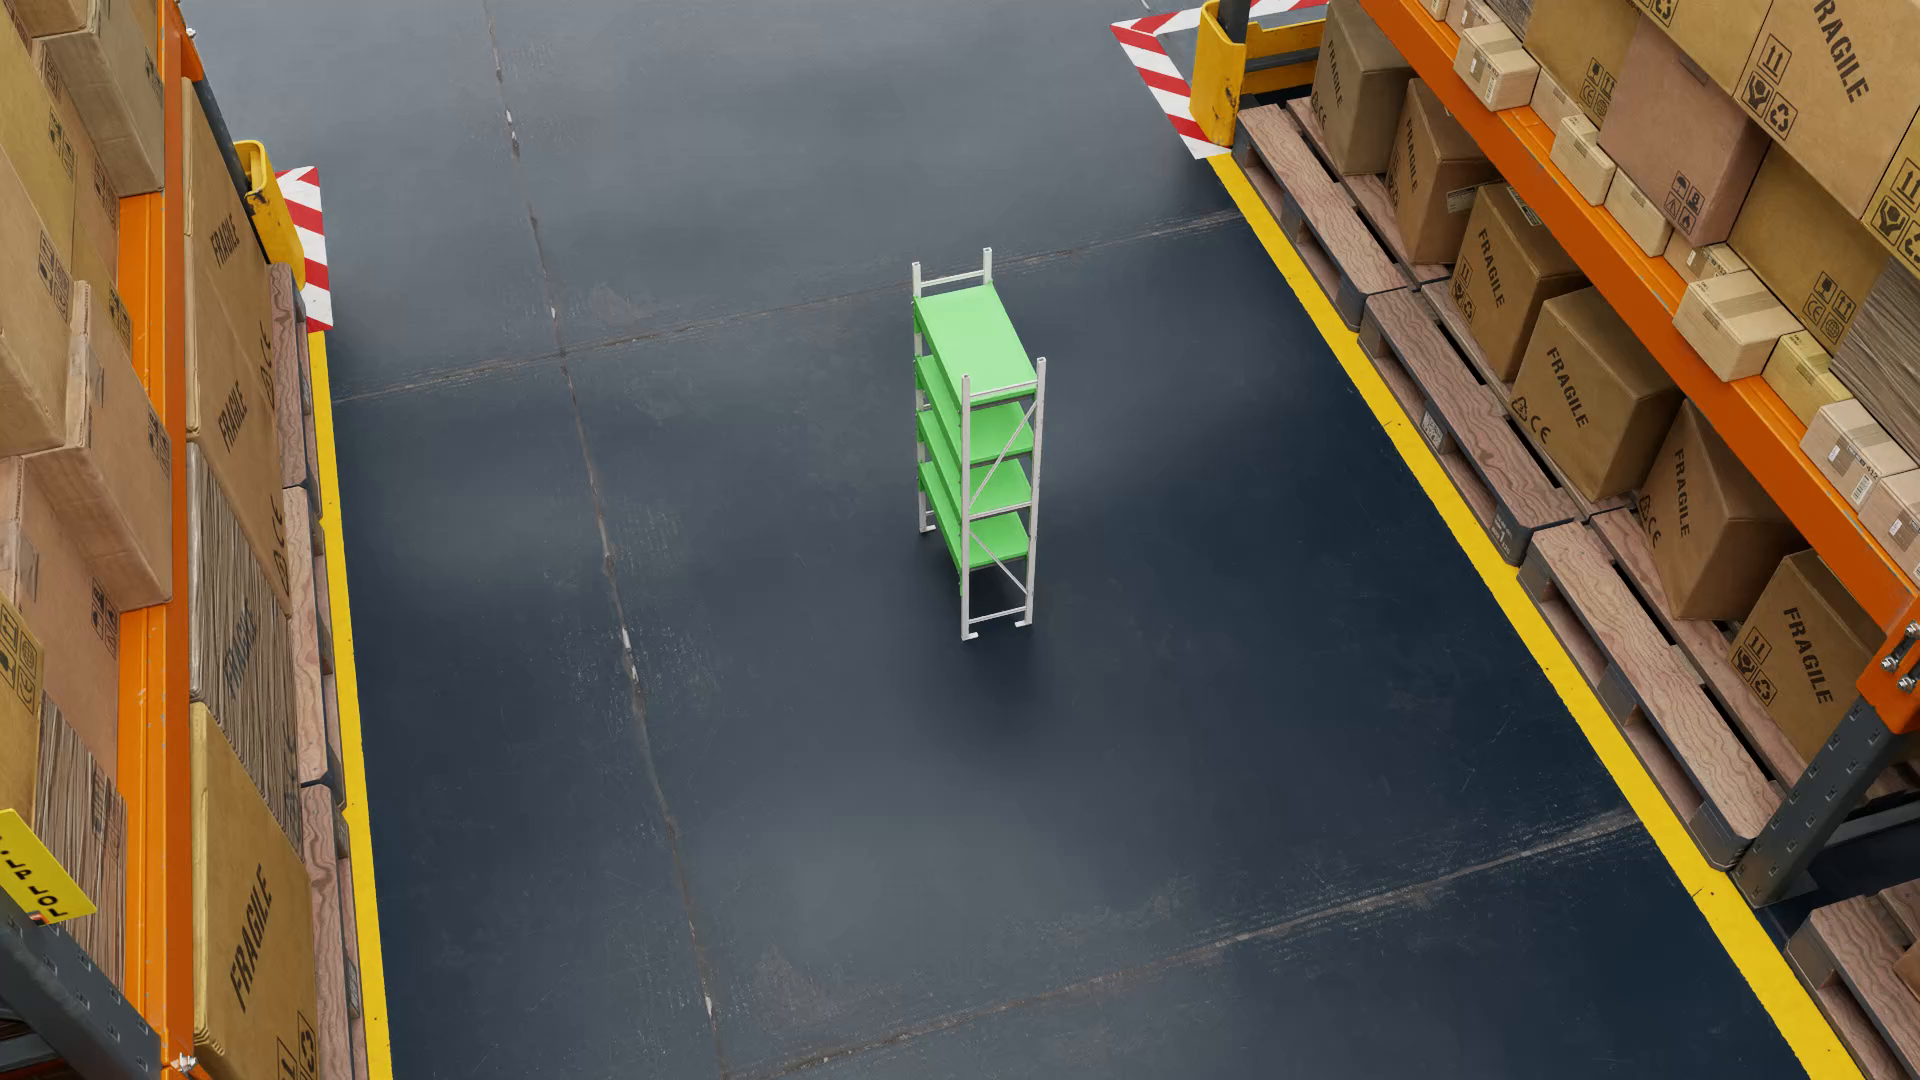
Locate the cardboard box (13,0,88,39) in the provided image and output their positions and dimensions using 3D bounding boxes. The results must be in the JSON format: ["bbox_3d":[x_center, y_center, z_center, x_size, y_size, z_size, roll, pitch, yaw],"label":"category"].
[{"bbox_3d":[-2.861,-1.655,4.379,0.875,0.550,0.550,-13,51,-11],"label":"cardboard box"}]

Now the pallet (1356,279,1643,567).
[{"bbox_3d":[2.169,-0.522,6.052,1.003,0.211,1.213,-13,51,-11],"label":"pallet"}]

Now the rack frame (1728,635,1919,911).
[{"bbox_3d":[2.766,-0.045,3.826,1.000,3.000,0.127,-13,51,-11],"label":"rack frame"}]

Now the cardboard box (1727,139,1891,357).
[{"bbox_3d":[2.578,-0.889,4.278,0.875,0.500,0.500,-13,51,-11],"label":"cardboard box"}]

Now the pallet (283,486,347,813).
[{"bbox_3d":[-2.516,0.435,5.245,1.003,0.211,1.213,-13,51,-11],"label":"pallet"}]

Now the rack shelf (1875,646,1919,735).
[{"bbox_3d":[3.358,1.647,2.870,1.077,0.370,4.000,-13,51,-11],"label":"rack shelf"}]

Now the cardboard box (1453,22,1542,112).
[{"bbox_3d":[1.791,-1.506,5.222,0.380,0.149,0.250,-13,51,-11],"label":"cardboard box"}]

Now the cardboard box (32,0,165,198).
[{"bbox_3d":[-2.848,-1.310,4.794,0.875,0.550,0.550,-13,51,-11],"label":"cardboard box"}]

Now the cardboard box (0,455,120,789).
[{"bbox_3d":[-2.307,0.291,3.445,0.875,0.550,0.550,-13,51,-11],"label":"cardboard box"}]

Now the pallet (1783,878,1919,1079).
[{"bbox_3d":[2.998,1.422,4.413,1.003,0.211,1.213,-13,51,-11],"label":"pallet"}]

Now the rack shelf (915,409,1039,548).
[{"bbox_3d":[0.049,-0.225,5.238,0.258,0.148,0.480,-13,51,-11],"label":"rack shelf"}]

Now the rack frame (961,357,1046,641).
[{"bbox_3d":[0.121,-0.088,5.039,0.240,1.200,0.015,-13,51,-11],"label":"rack frame"}]

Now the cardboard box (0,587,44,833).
[{"bbox_3d":[-2.078,0.329,2.707,0.875,0.550,0.550,-13,51,-11],"label":"cardboard box"}]

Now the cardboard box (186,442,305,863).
[{"bbox_3d":[-2.391,0.419,4.550,0.875,0.875,0.875,-13,51,-11],"label":"cardboard box"}]

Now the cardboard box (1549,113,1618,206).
[{"bbox_3d":[1.992,-1.154,4.925,0.380,0.149,0.250,-13,51,-11],"label":"cardboard box"}]

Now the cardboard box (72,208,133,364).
[{"bbox_3d":[-2.606,-0.495,4.107,0.875,0.550,0.500,-13,51,-11],"label":"cardboard box"}]

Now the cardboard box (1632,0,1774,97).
[{"bbox_3d":[2.074,-1.492,4.132,0.500,0.500,0.500,-13,51,-11],"label":"cardboard box"}]

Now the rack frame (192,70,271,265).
[{"bbox_3d":[-3.185,-1.919,5.406,1.000,3.000,0.127,-13,51,-11],"label":"rack frame"}]

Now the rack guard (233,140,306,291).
[{"bbox_3d":[-3.192,-1.131,6.376,1.175,0.500,0.348,-13,51,-11],"label":"rack guard"}]

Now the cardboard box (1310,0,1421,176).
[{"bbox_3d":[1.752,-1.837,6.697,0.500,0.500,0.500,-5,50,-4],"label":"cardboard box"}]

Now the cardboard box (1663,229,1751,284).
[{"bbox_3d":[2.212,-0.806,4.632,0.380,0.149,0.250,-13,51,-11],"label":"cardboard box"}]

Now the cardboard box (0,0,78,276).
[{"bbox_3d":[-2.544,-0.857,3.707,0.875,0.550,0.500,-13,51,-11],"label":"cardboard box"}]

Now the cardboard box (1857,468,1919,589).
[{"bbox_3d":[2.422,-0.055,3.999,0.380,0.149,0.250,-13,51,-11],"label":"cardboard box"}]

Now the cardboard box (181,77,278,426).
[{"bbox_3d":[-2.921,-0.889,5.653,0.875,0.875,0.875,-13,51,-11],"label":"cardboard box"}]

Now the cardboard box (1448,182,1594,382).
[{"bbox_3d":[2.128,-0.946,5.946,0.500,0.500,0.500,-9,50,-8],"label":"cardboard box"}]

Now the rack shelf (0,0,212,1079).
[{"bbox_3d":[-2.593,-0.226,4.450,1.077,0.370,4.000,-13,51,-11],"label":"rack shelf"}]

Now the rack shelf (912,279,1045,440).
[{"bbox_3d":[0.049,-0.534,4.871,0.258,0.148,0.480,-13,51,-11],"label":"rack shelf"}]

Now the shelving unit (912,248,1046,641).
[{"bbox_3d":[0.049,-0.266,5.189,0.258,1.200,0.503,-13,51,-11],"label":"shelving unit"}]

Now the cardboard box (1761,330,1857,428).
[{"bbox_3d":[2.340,-0.436,4.320,0.380,0.149,0.250,-13,51,-11],"label":"cardboard box"}]

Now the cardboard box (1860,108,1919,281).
[{"bbox_3d":[2.370,-0.762,3.517,0.500,0.500,0.500,-13,51,-11],"label":"cardboard box"}]

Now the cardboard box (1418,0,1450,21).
[{"bbox_3d":[1.716,-1.889,5.545,0.380,0.149,0.250,-13,51,-11],"label":"cardboard box"}]

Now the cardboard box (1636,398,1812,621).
[{"bbox_3d":[2.509,-0.093,5.227,0.500,0.500,0.500,1,50,1],"label":"cardboard box"}]

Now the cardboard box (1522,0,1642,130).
[{"bbox_3d":[2.225,-1.606,4.882,0.875,0.500,0.500,-13,51,-11],"label":"cardboard box"}]
